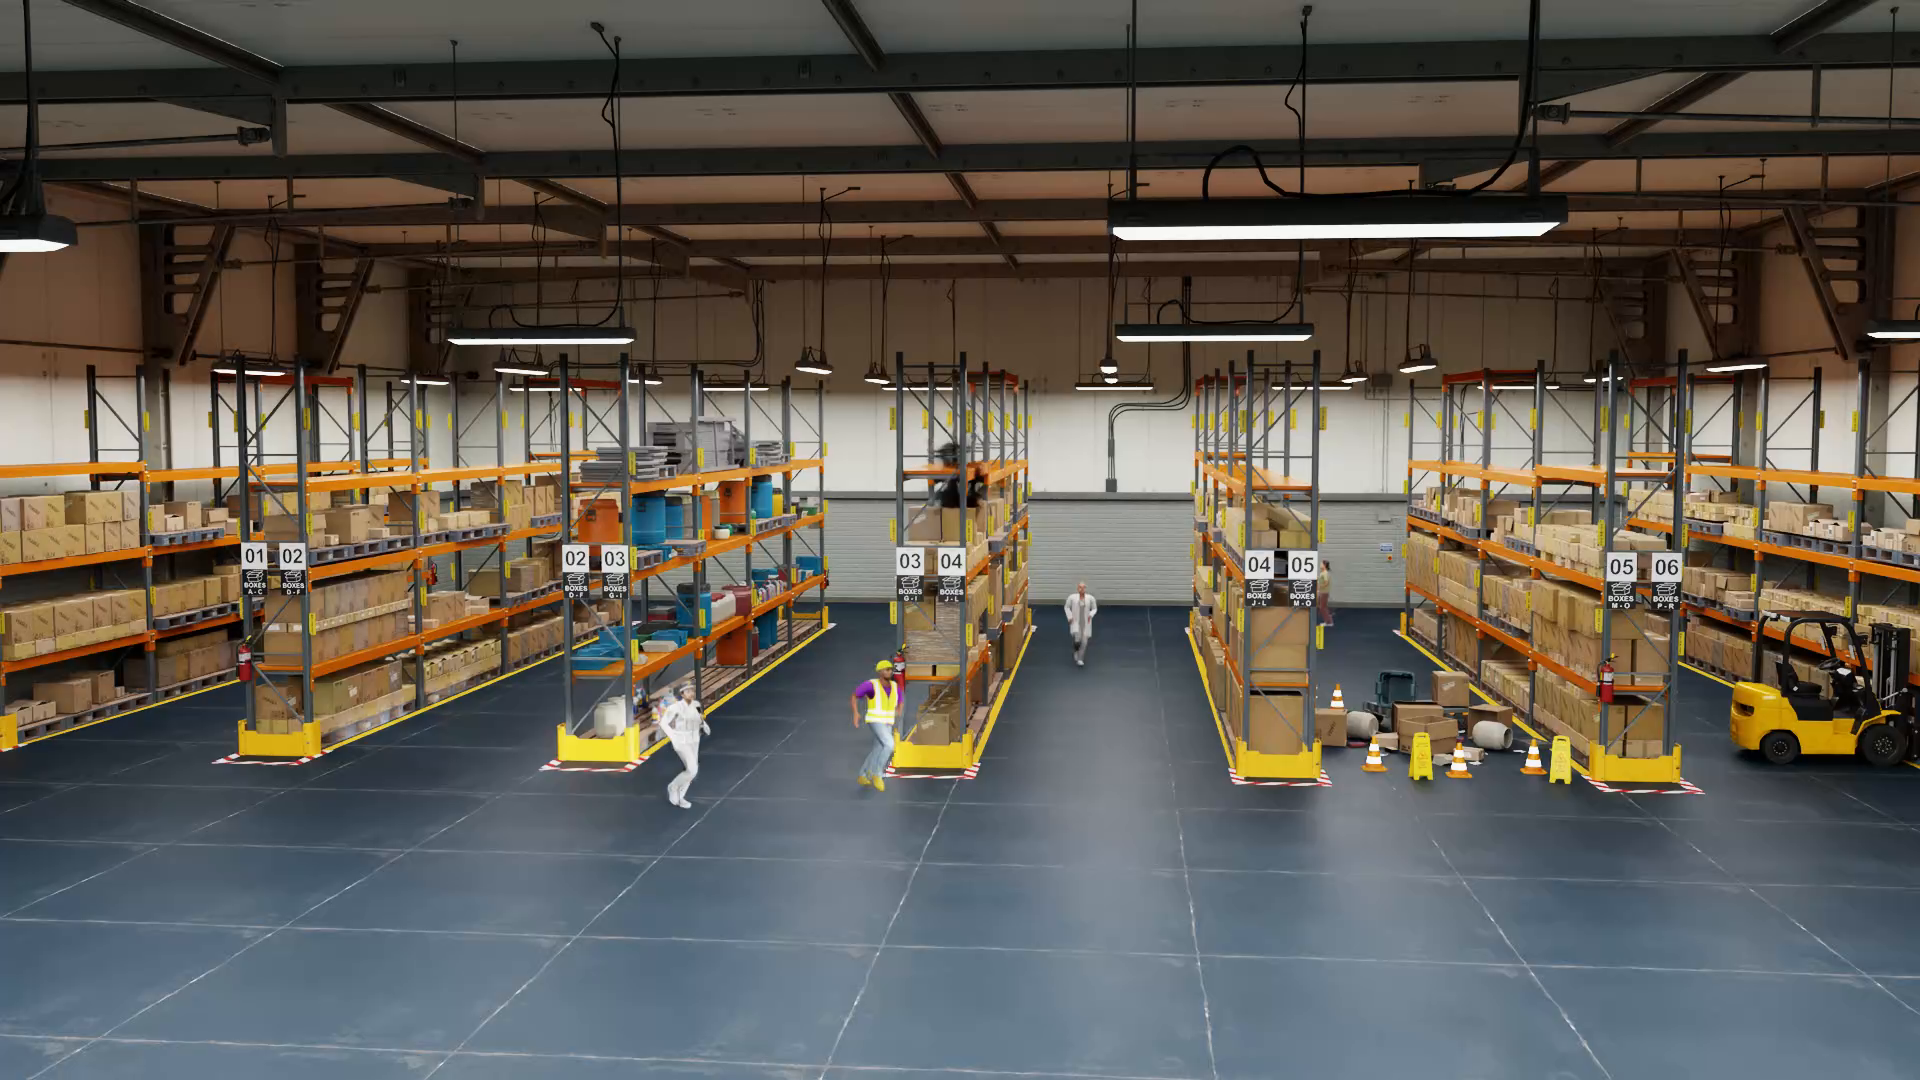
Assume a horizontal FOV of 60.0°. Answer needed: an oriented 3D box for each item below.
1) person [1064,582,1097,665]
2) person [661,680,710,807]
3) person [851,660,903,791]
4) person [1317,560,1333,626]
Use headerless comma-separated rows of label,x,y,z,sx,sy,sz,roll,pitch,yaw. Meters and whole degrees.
person,2.487,1.724,34.054,0.650,1.717,0.627,0,4,-5
person,-3.495,2.639,21.546,0.549,1.666,0.598,3,5,40
person,-1.058,2.508,22.731,0.713,1.719,0.686,-4,6,-44
person,8.846,1.292,40.595,0.551,1.627,0.557,0,4,6
